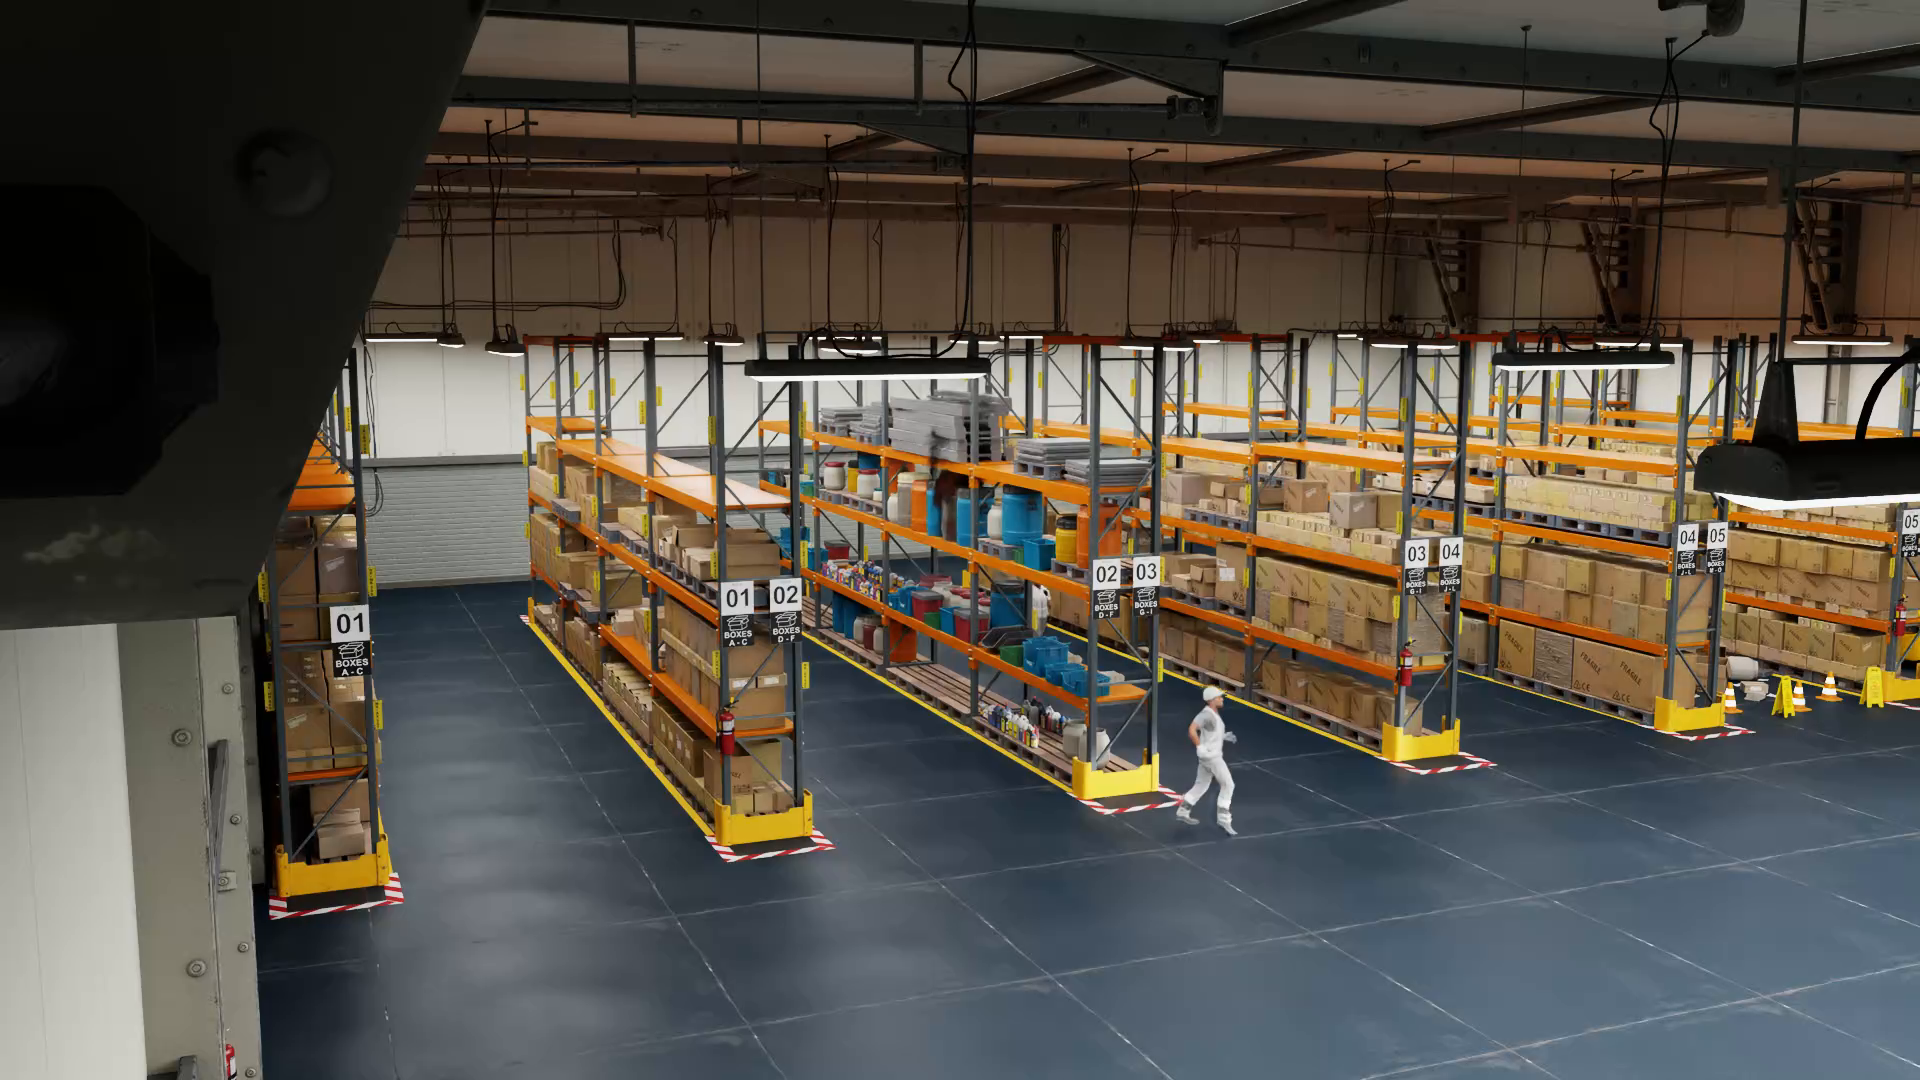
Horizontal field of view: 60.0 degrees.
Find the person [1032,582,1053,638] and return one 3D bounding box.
[{"bbox_3d":[1.420,1.429,30.461,0.566,1.712,0.908,-5,9,-31],"label":"person"}]

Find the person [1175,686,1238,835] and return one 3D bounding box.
[{"bbox_3d":[3.067,2.725,20.664,0.769,1.834,0.662,1,8,5],"label":"person"}]
